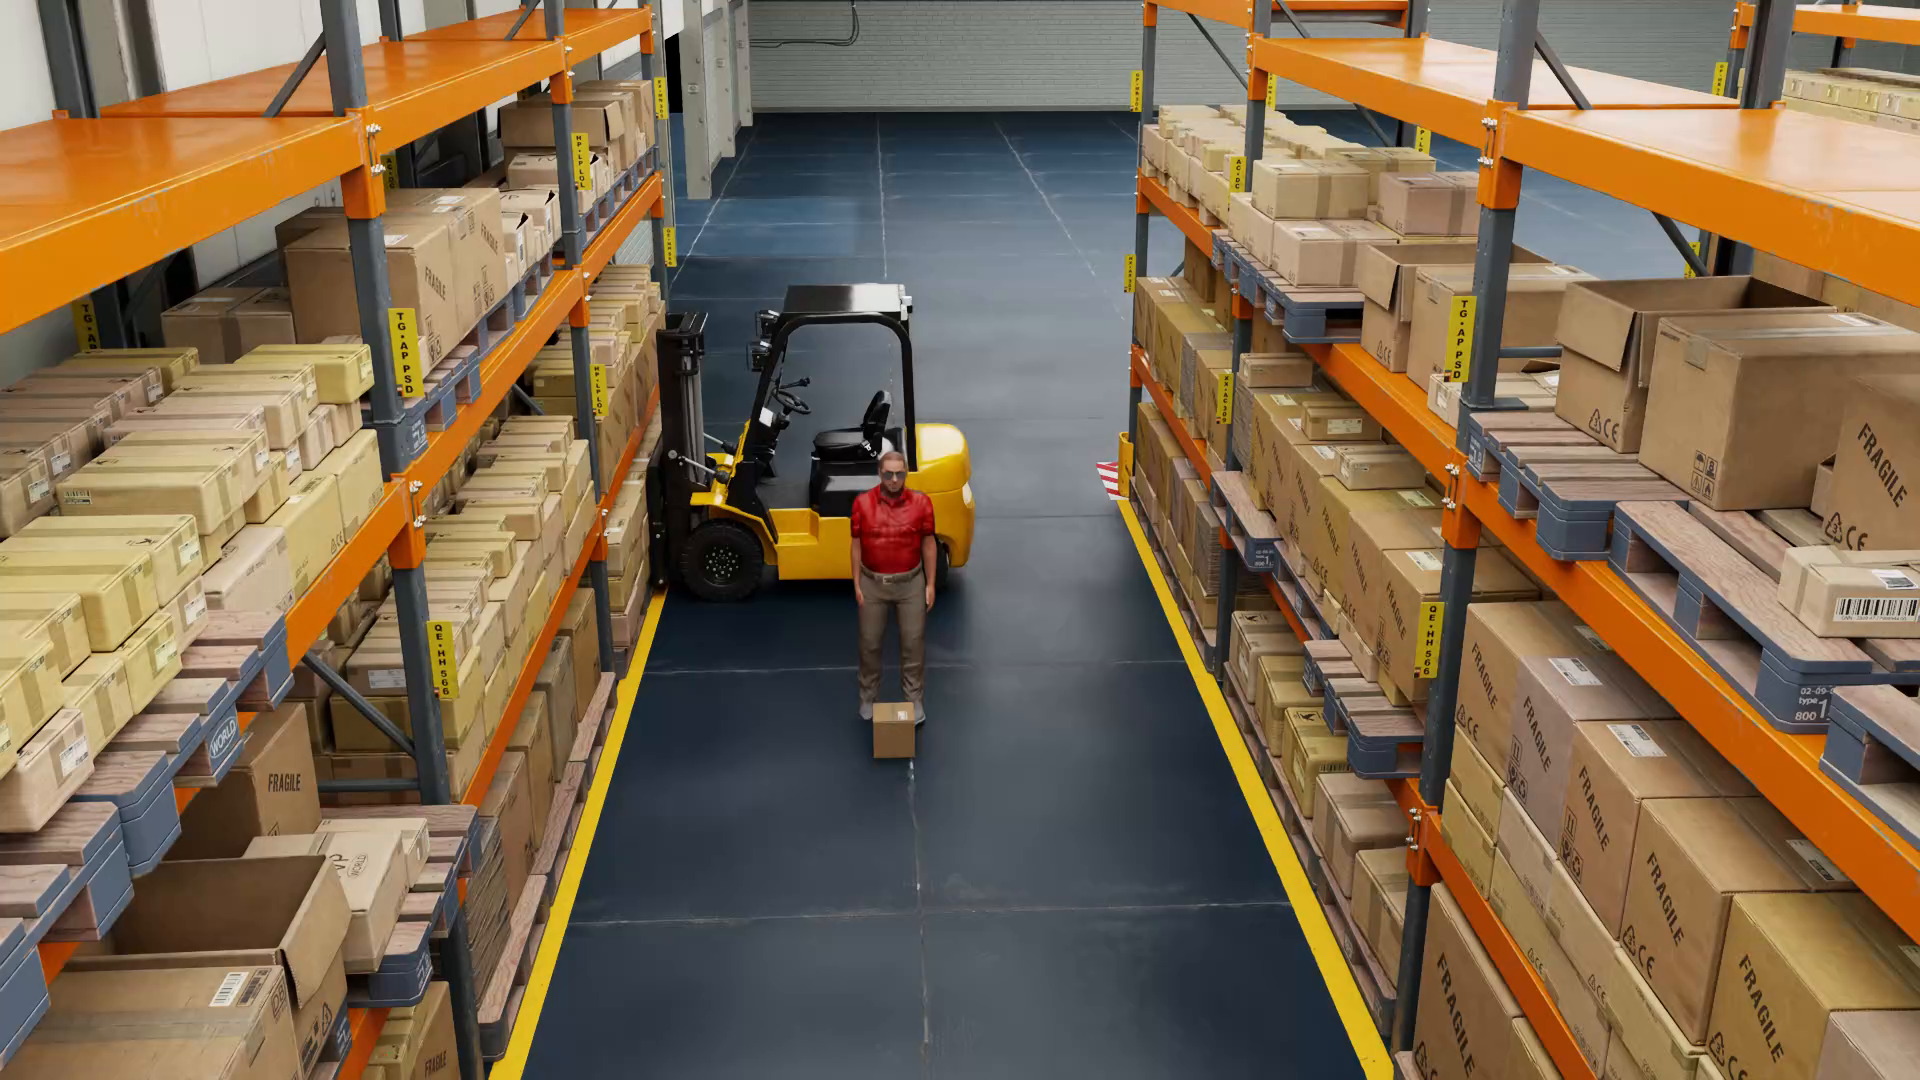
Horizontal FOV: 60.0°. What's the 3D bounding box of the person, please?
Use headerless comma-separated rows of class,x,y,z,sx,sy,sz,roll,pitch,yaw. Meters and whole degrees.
person,-0.408,0.319,10.311,0.533,1.774,0.394,-1,20,-2
